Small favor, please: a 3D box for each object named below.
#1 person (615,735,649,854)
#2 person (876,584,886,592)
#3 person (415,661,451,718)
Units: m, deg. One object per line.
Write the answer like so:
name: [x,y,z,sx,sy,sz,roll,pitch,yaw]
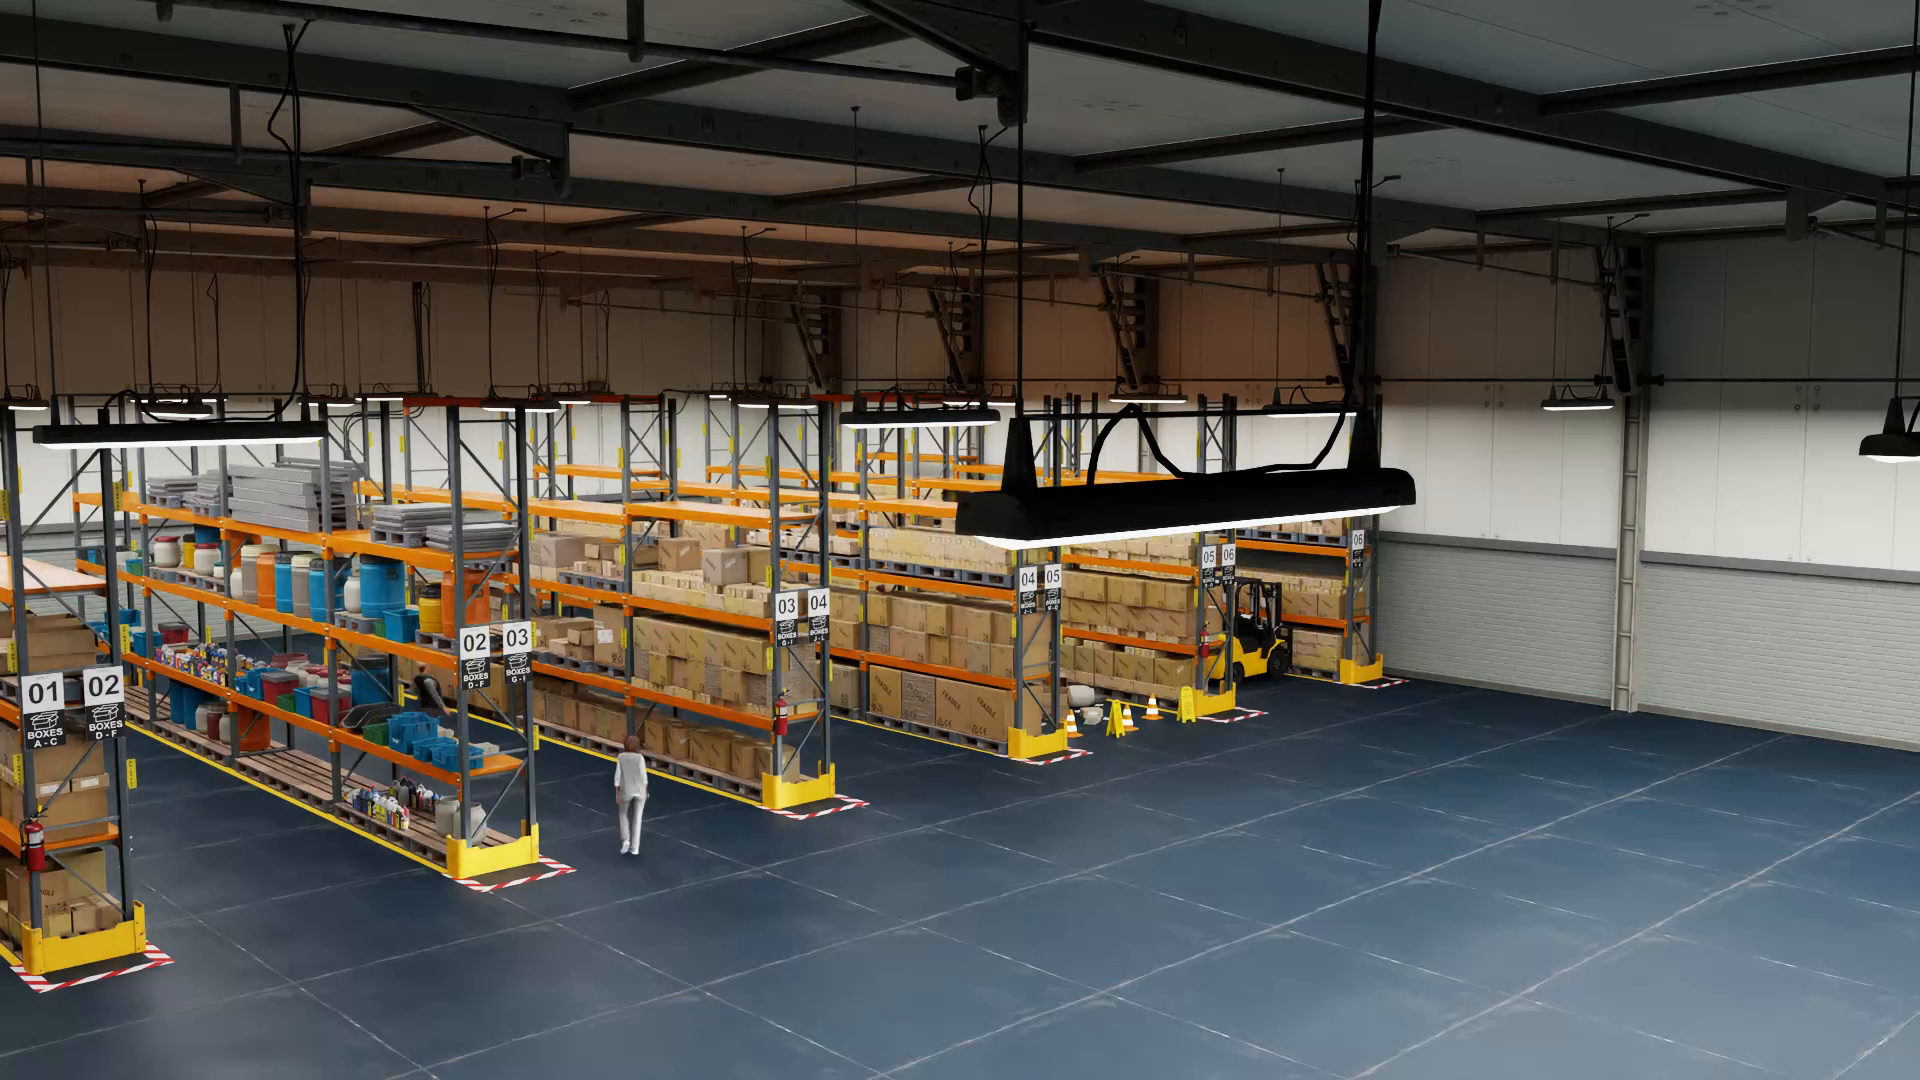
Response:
person: [-4.369,3.389,22.144,0.447,1.611,0.414,-1,6,-11]
person: [-1.643,1.761,35.523,0.498,1.671,0.370,1,6,13]
person: [-8.723,2.829,27.573,0.572,1.746,0.610,-1,6,-13]
